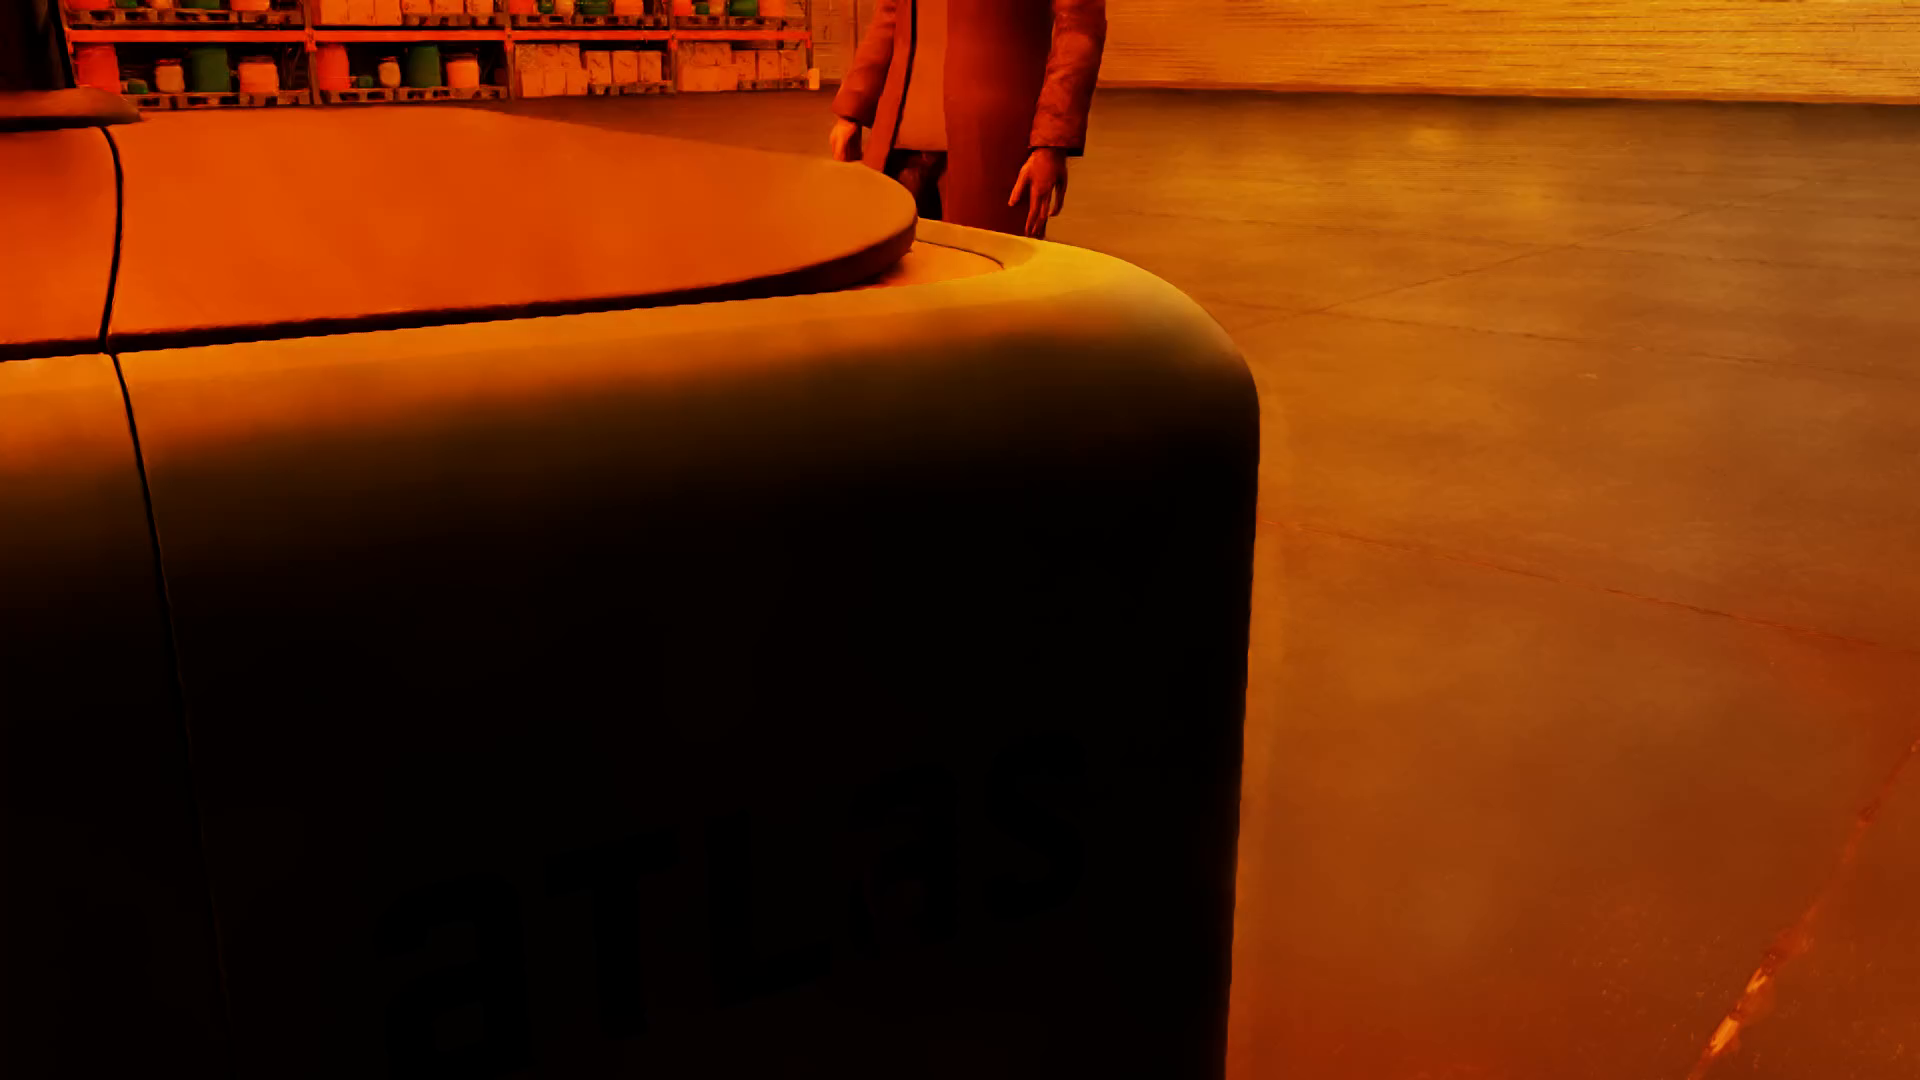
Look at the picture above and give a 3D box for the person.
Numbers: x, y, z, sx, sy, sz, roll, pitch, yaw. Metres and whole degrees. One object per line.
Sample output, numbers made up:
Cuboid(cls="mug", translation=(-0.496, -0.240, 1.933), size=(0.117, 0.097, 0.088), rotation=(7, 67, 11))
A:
Cuboid(cls="person", translation=(-0.062, -0.838, 3.617), size=(0.694, 1.776, 0.580), rotation=(13, 21, 37))
